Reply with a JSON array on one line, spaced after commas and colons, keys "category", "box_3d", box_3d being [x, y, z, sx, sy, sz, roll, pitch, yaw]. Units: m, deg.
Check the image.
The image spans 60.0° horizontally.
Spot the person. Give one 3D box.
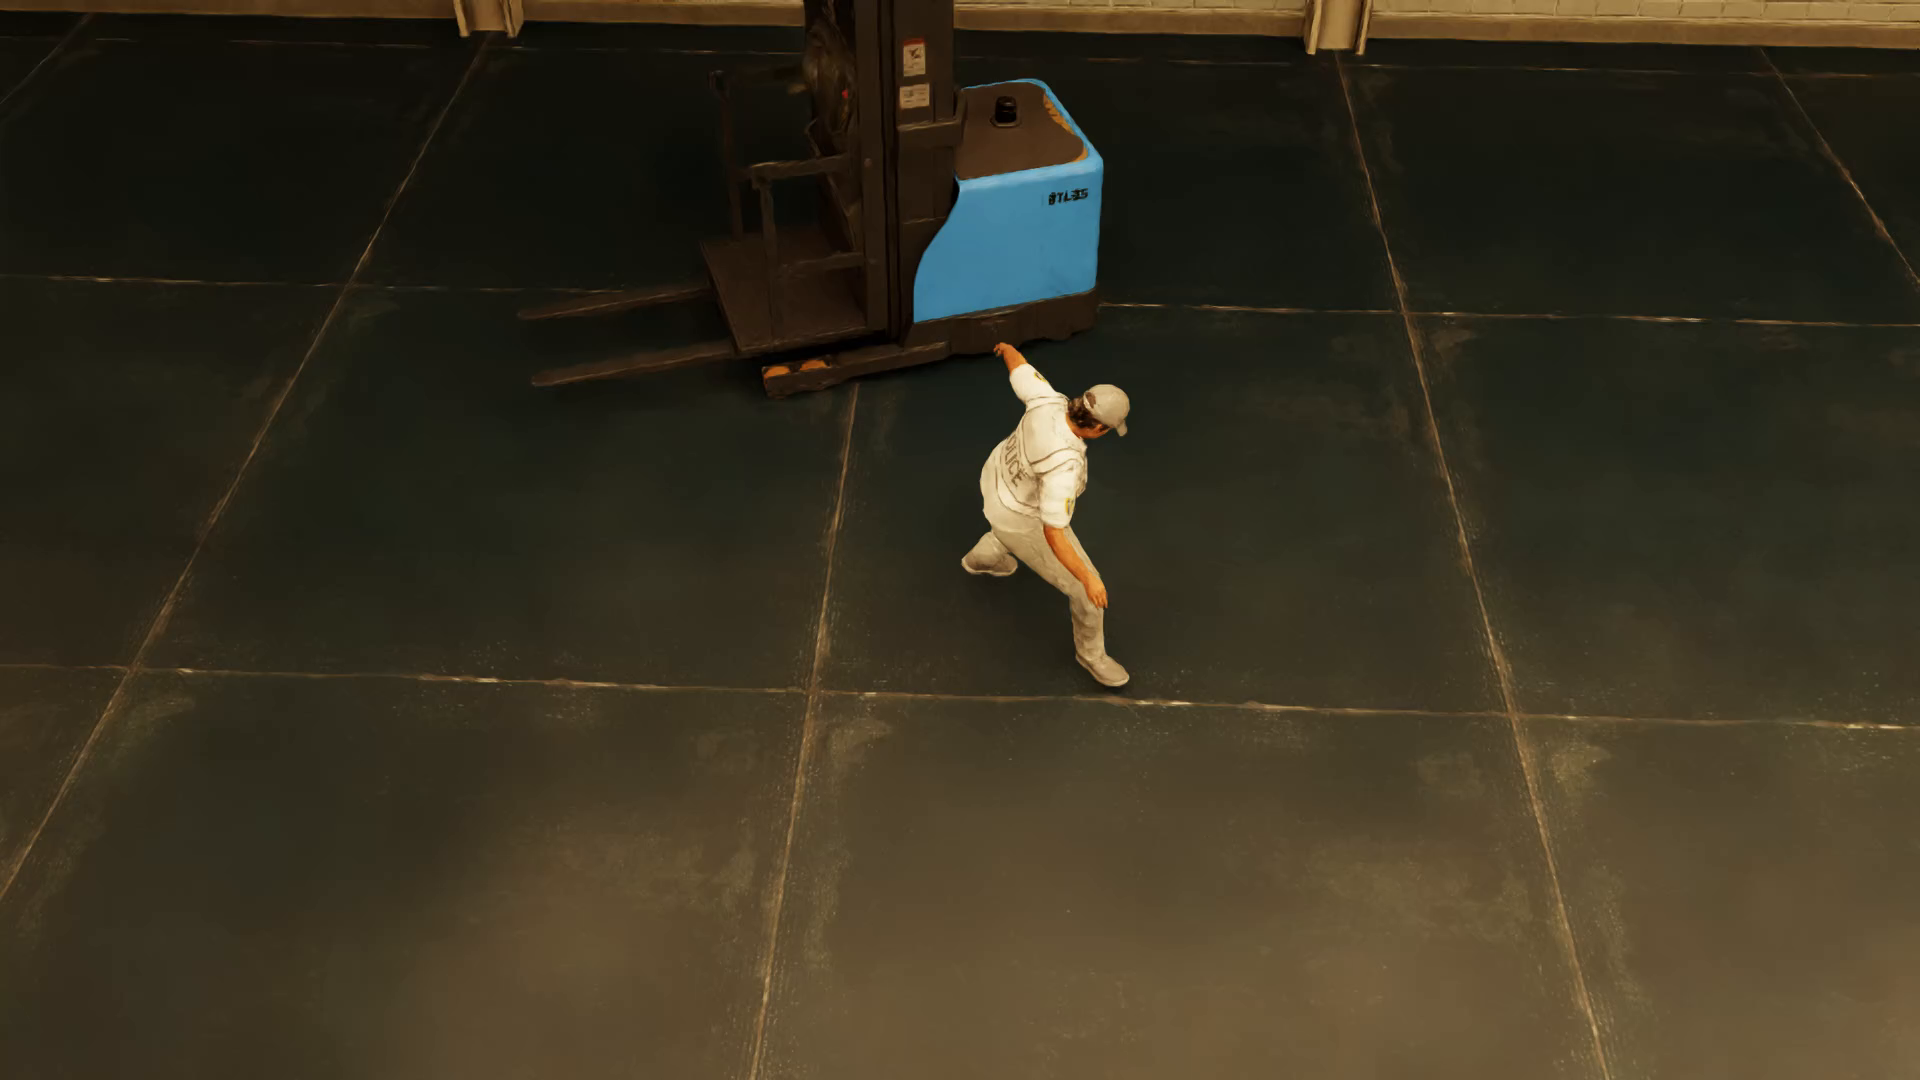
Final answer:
[{"category": "person", "box_3d": [0.359, -0.195, 7.087, 0.703, 1.405, 1.098, -2, 42, -2]}]

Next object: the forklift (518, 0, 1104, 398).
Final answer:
[{"category": "forklift", "box_3d": [-0.826, -2.229, 8.184, 3.031, 2.935, 1.130, -12, 44, -13]}]
